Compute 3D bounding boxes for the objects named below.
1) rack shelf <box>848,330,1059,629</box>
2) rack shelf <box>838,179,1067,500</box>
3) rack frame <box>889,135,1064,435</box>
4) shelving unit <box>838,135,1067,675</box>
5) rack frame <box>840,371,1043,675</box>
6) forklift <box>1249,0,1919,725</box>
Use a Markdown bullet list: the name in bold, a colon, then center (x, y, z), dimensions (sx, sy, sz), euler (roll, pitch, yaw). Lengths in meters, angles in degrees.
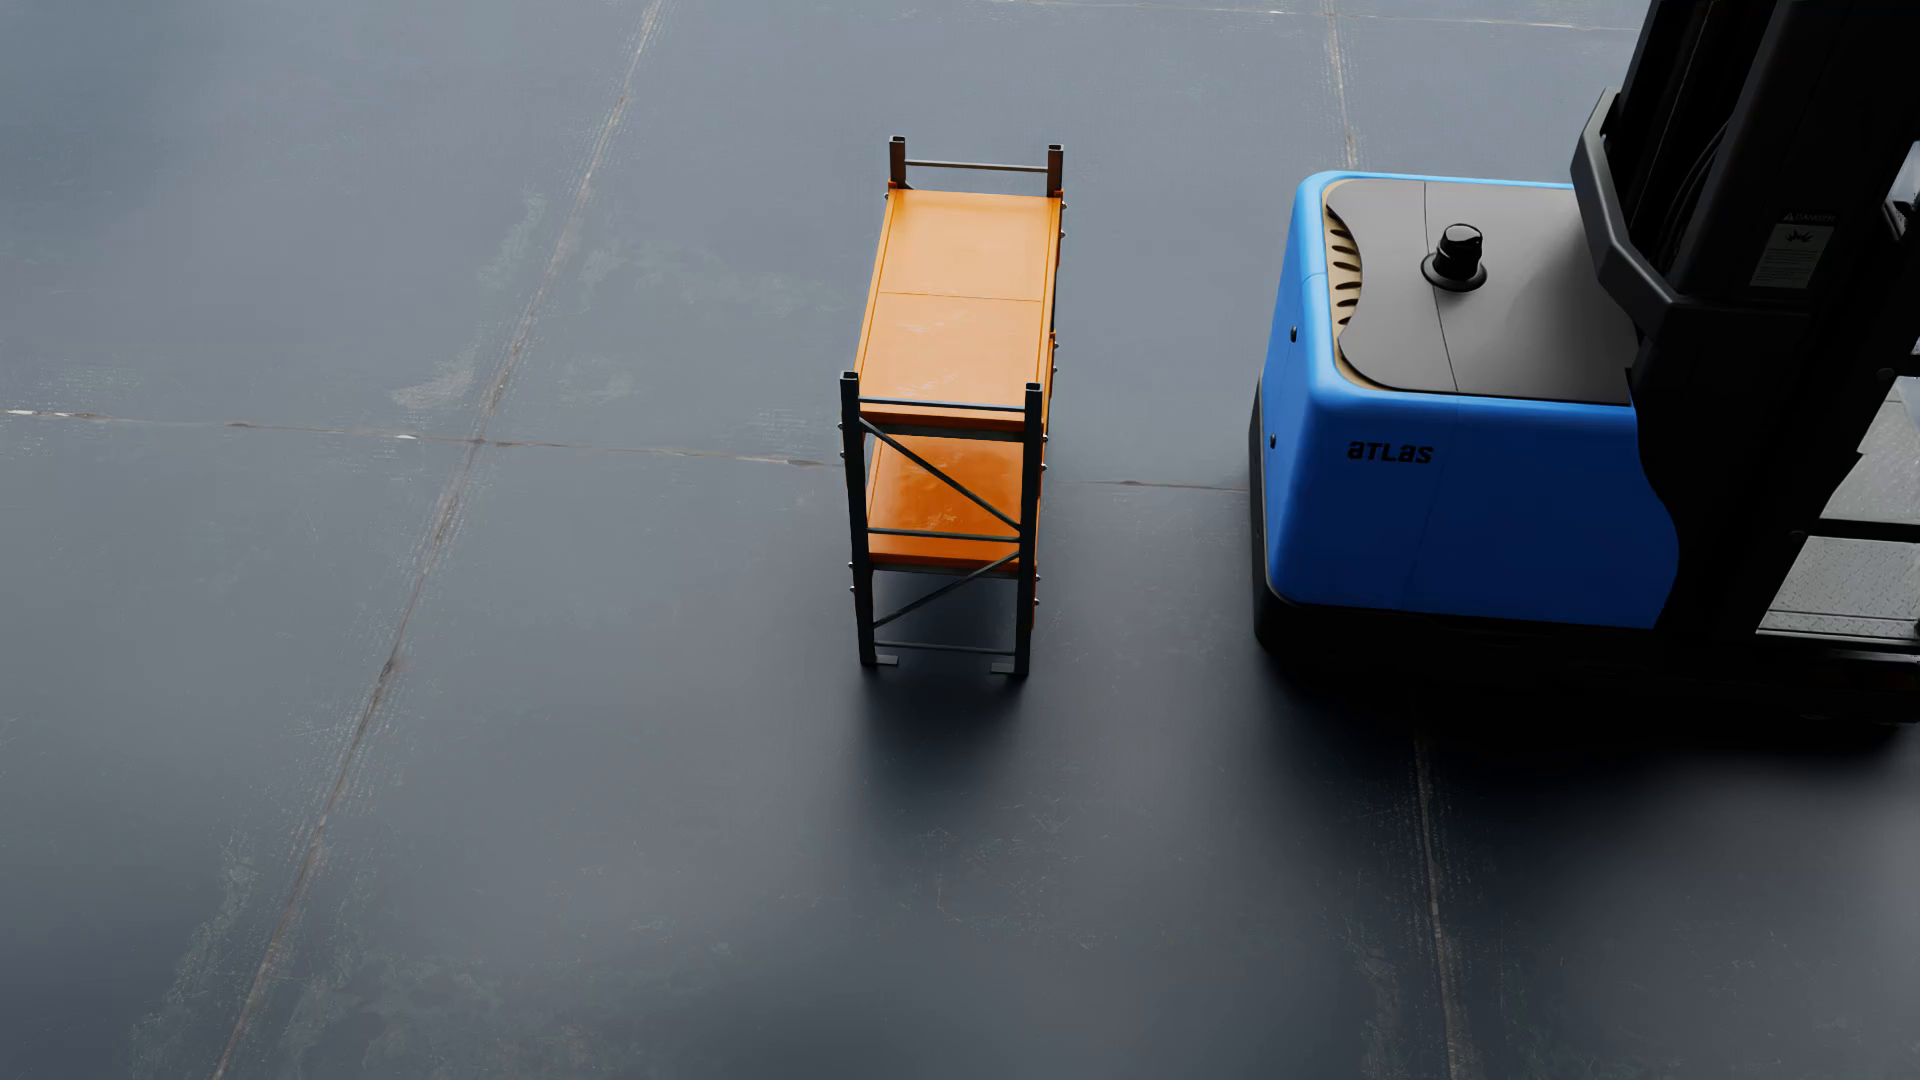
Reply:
- **rack shelf**: center (0.001, -0.220, 5.020), dimensions (0.538, 0.278, 1.000), euler (4, 48, 4)
- **rack shelf**: center (0.001, -0.582, 4.623), dimensions (0.538, 0.278, 1.000), euler (4, 48, 4)
- **rack frame**: center (0.047, -0.758, 5.181), dimensions (0.500, 1.125, 0.032), euler (4, 48, 4)
- **shelving unit**: center (0.001, -0.385, 4.839), dimensions (0.538, 1.125, 1.048), euler (4, 48, 4)
- **rack frame**: center (-0.046, -0.011, 4.498), dimensions (0.500, 1.125, 0.032), euler (4, 48, 4)
- **forklift**: center (2.417, -0.874, 4.063), dimensions (3.031, 2.935, 1.130), euler (4, 48, 4)
